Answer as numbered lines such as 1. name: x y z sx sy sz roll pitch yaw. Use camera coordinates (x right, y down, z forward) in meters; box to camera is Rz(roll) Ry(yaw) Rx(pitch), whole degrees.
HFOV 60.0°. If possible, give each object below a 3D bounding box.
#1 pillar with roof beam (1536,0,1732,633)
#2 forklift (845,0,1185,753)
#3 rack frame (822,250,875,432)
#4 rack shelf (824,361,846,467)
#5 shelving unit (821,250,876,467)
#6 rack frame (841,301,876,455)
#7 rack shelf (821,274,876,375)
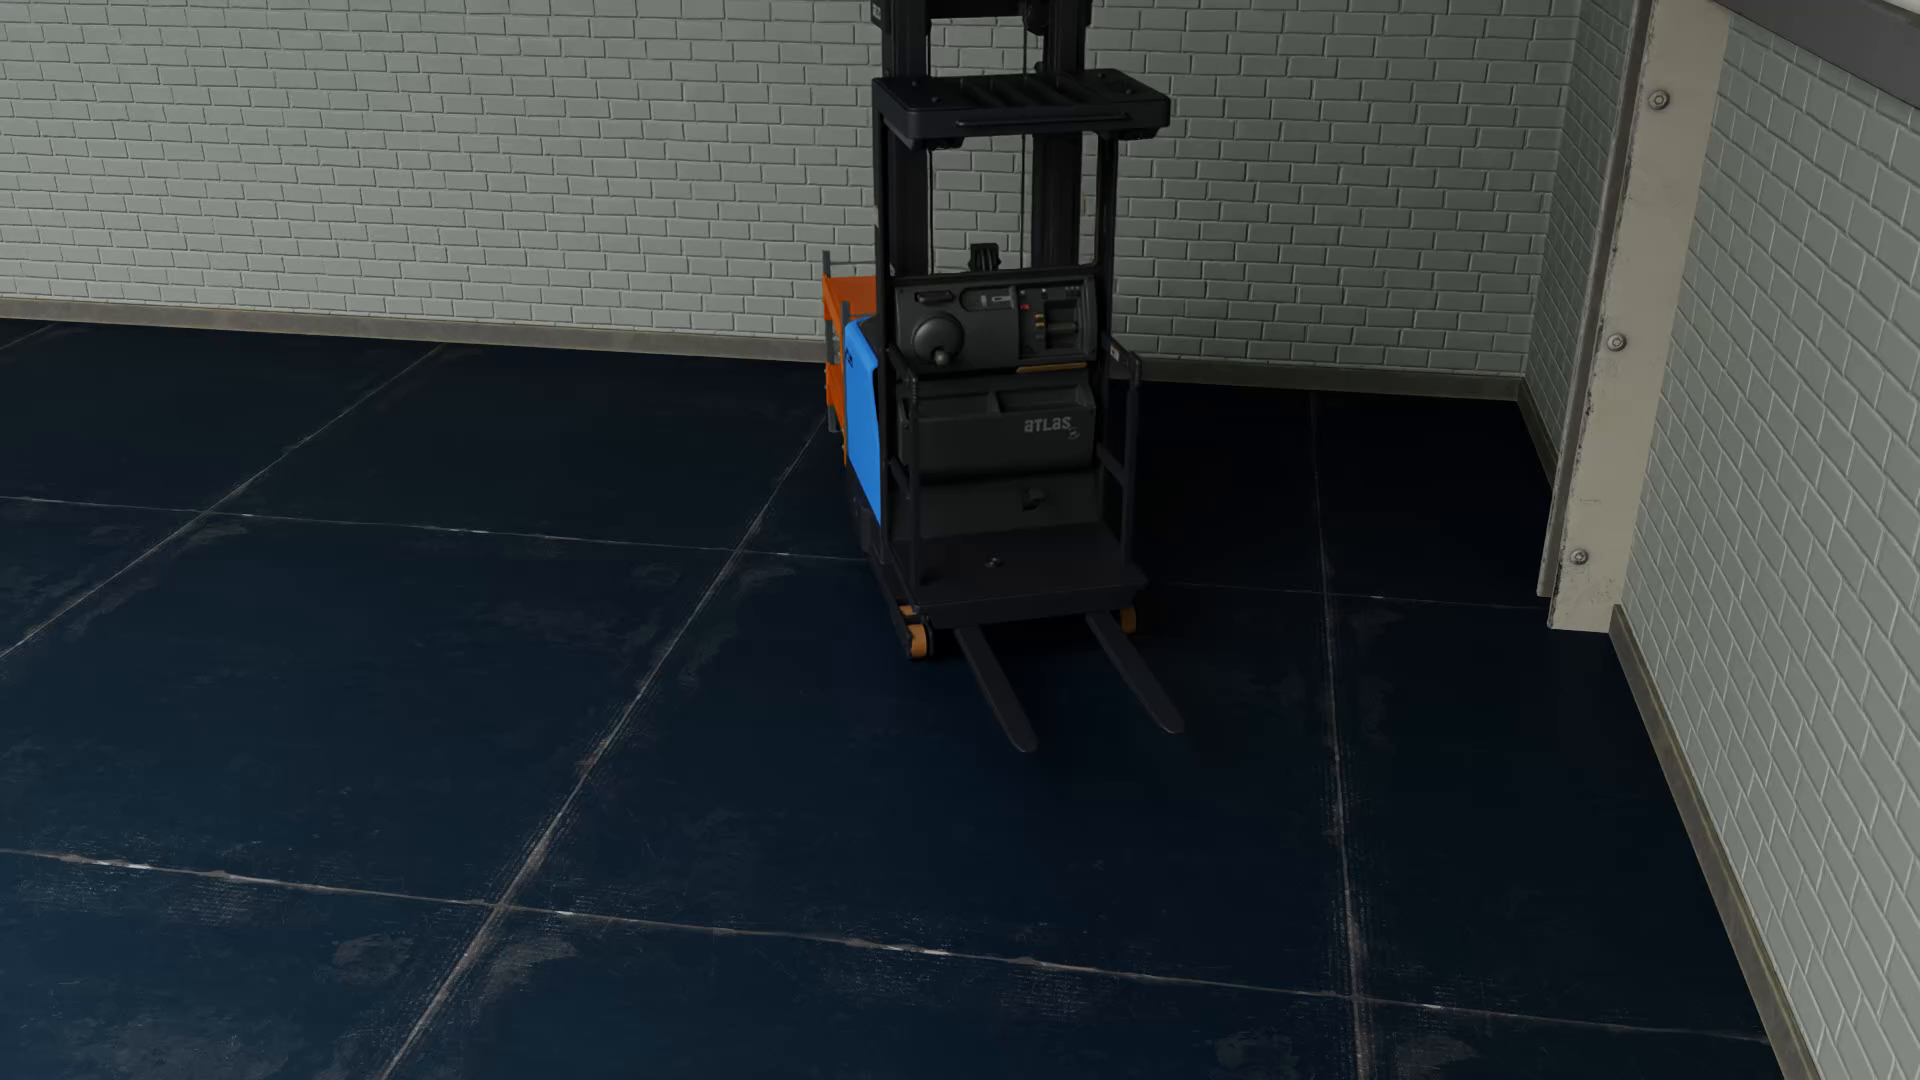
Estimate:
1. pillar with roof beam: -1.281 -4.029 6.742 9.100 9.000 0.400 4 25 9
2. forklift: 0.220 -0.959 7.341 1.130 2.935 3.031 -6 26 -12
3. rack frame: -0.555 -1.191 9.968 0.500 1.125 0.032 -4 25 -9
4. rack shelf: -0.469 -0.757 9.618 0.538 0.278 1.000 -4 25 -9
5. shelving unit: -0.469 -0.979 9.514 0.538 1.125 1.048 -4 25 -9
6. rack frame: -0.383 -0.766 9.060 0.500 1.125 0.032 -4 25 -9
7. rack shelf: -0.469 -1.244 9.390 0.538 0.278 1.000 -4 25 -9
